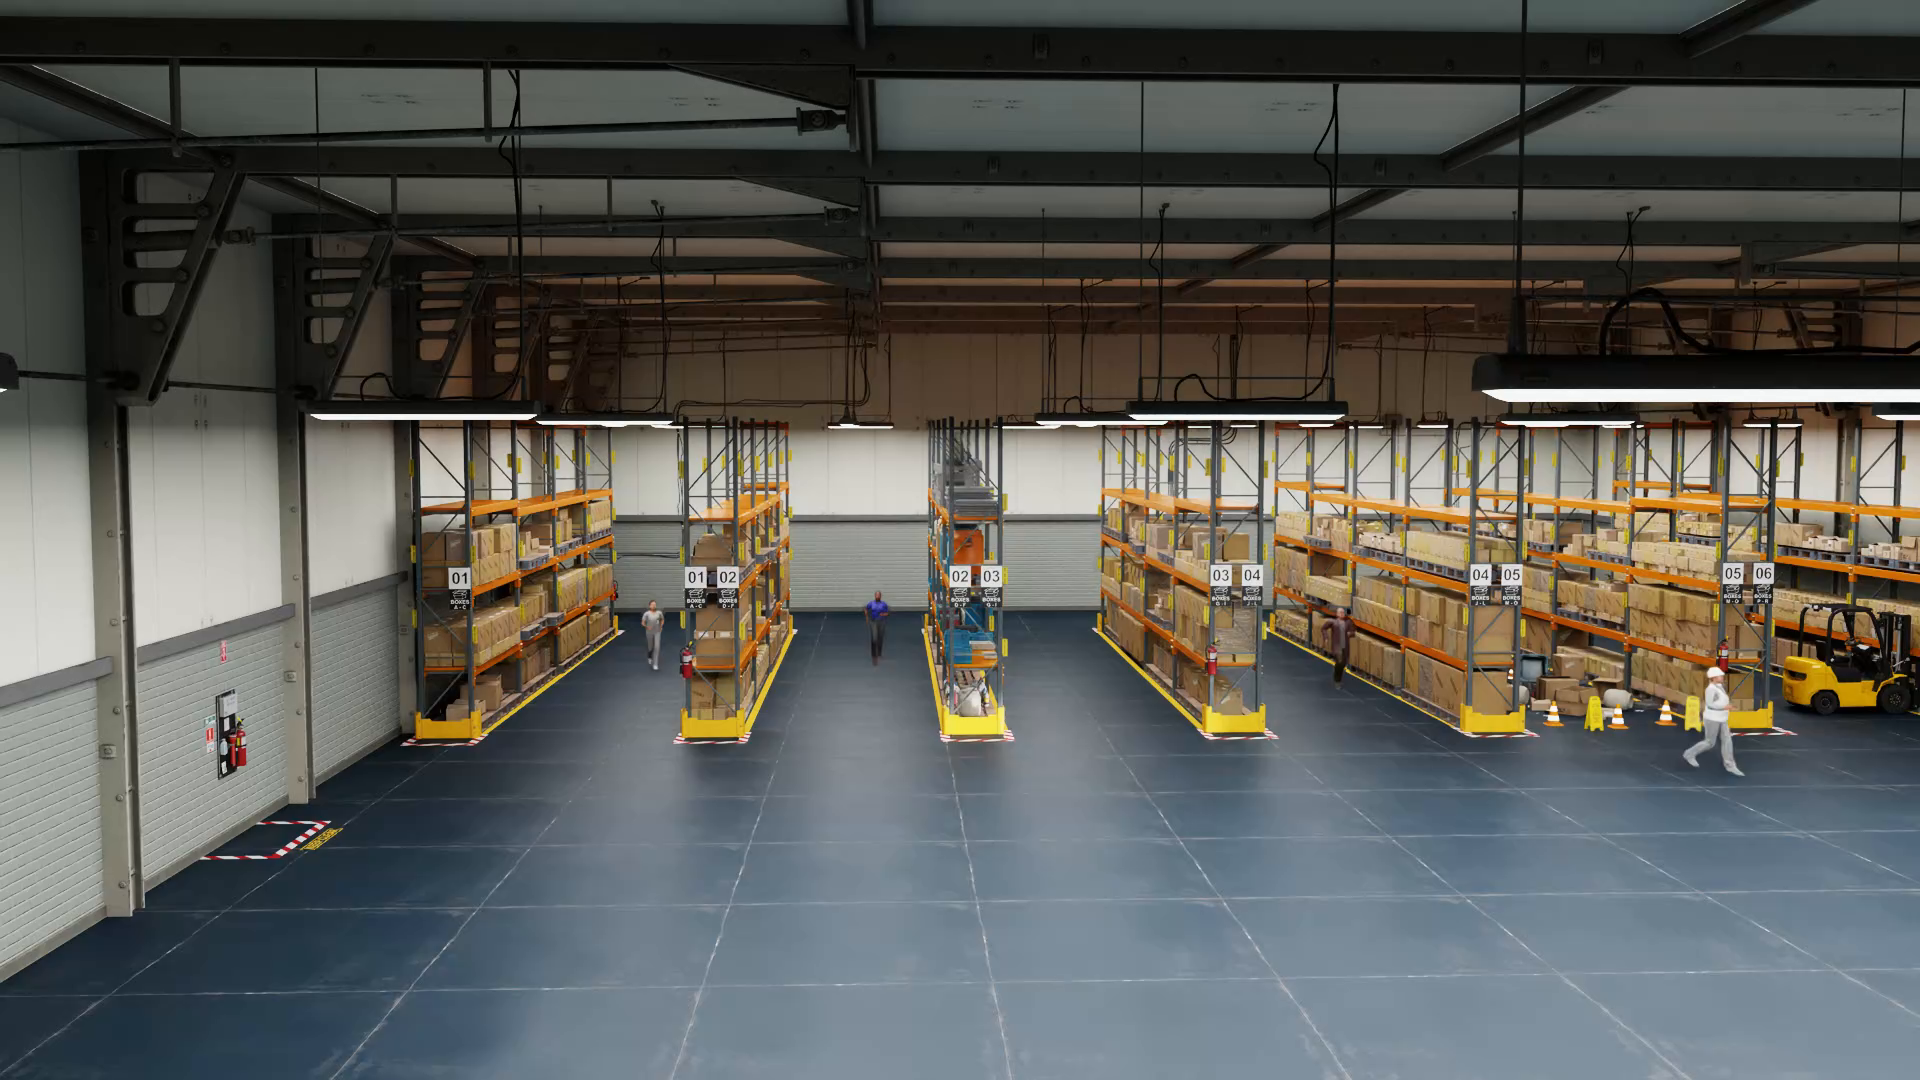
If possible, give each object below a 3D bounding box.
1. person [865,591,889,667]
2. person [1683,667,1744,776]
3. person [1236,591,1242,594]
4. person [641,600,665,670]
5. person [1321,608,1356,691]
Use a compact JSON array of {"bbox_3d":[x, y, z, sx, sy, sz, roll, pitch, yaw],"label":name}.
[{"bbox_3d":[-1.944,2.081,39.174,0.541,1.757,0.719,-1,4,-10],"label":"person"},{"bbox_3d":[12.608,3.012,27.785,0.955,1.789,0.658,3,5,43],"label":"person"},{"bbox_3d":[8.029,1.803,48.430,0.623,1.564,0.736,3,5,40],"label":"person"},{"bbox_3d":[-7.385,2.264,40.060,0.578,1.644,0.880,-1,4,-19],"label":"person"},{"bbox_3d":[8.459,2.426,37.024,0.675,1.846,0.829,-1,4,-12],"label":"person"}]
